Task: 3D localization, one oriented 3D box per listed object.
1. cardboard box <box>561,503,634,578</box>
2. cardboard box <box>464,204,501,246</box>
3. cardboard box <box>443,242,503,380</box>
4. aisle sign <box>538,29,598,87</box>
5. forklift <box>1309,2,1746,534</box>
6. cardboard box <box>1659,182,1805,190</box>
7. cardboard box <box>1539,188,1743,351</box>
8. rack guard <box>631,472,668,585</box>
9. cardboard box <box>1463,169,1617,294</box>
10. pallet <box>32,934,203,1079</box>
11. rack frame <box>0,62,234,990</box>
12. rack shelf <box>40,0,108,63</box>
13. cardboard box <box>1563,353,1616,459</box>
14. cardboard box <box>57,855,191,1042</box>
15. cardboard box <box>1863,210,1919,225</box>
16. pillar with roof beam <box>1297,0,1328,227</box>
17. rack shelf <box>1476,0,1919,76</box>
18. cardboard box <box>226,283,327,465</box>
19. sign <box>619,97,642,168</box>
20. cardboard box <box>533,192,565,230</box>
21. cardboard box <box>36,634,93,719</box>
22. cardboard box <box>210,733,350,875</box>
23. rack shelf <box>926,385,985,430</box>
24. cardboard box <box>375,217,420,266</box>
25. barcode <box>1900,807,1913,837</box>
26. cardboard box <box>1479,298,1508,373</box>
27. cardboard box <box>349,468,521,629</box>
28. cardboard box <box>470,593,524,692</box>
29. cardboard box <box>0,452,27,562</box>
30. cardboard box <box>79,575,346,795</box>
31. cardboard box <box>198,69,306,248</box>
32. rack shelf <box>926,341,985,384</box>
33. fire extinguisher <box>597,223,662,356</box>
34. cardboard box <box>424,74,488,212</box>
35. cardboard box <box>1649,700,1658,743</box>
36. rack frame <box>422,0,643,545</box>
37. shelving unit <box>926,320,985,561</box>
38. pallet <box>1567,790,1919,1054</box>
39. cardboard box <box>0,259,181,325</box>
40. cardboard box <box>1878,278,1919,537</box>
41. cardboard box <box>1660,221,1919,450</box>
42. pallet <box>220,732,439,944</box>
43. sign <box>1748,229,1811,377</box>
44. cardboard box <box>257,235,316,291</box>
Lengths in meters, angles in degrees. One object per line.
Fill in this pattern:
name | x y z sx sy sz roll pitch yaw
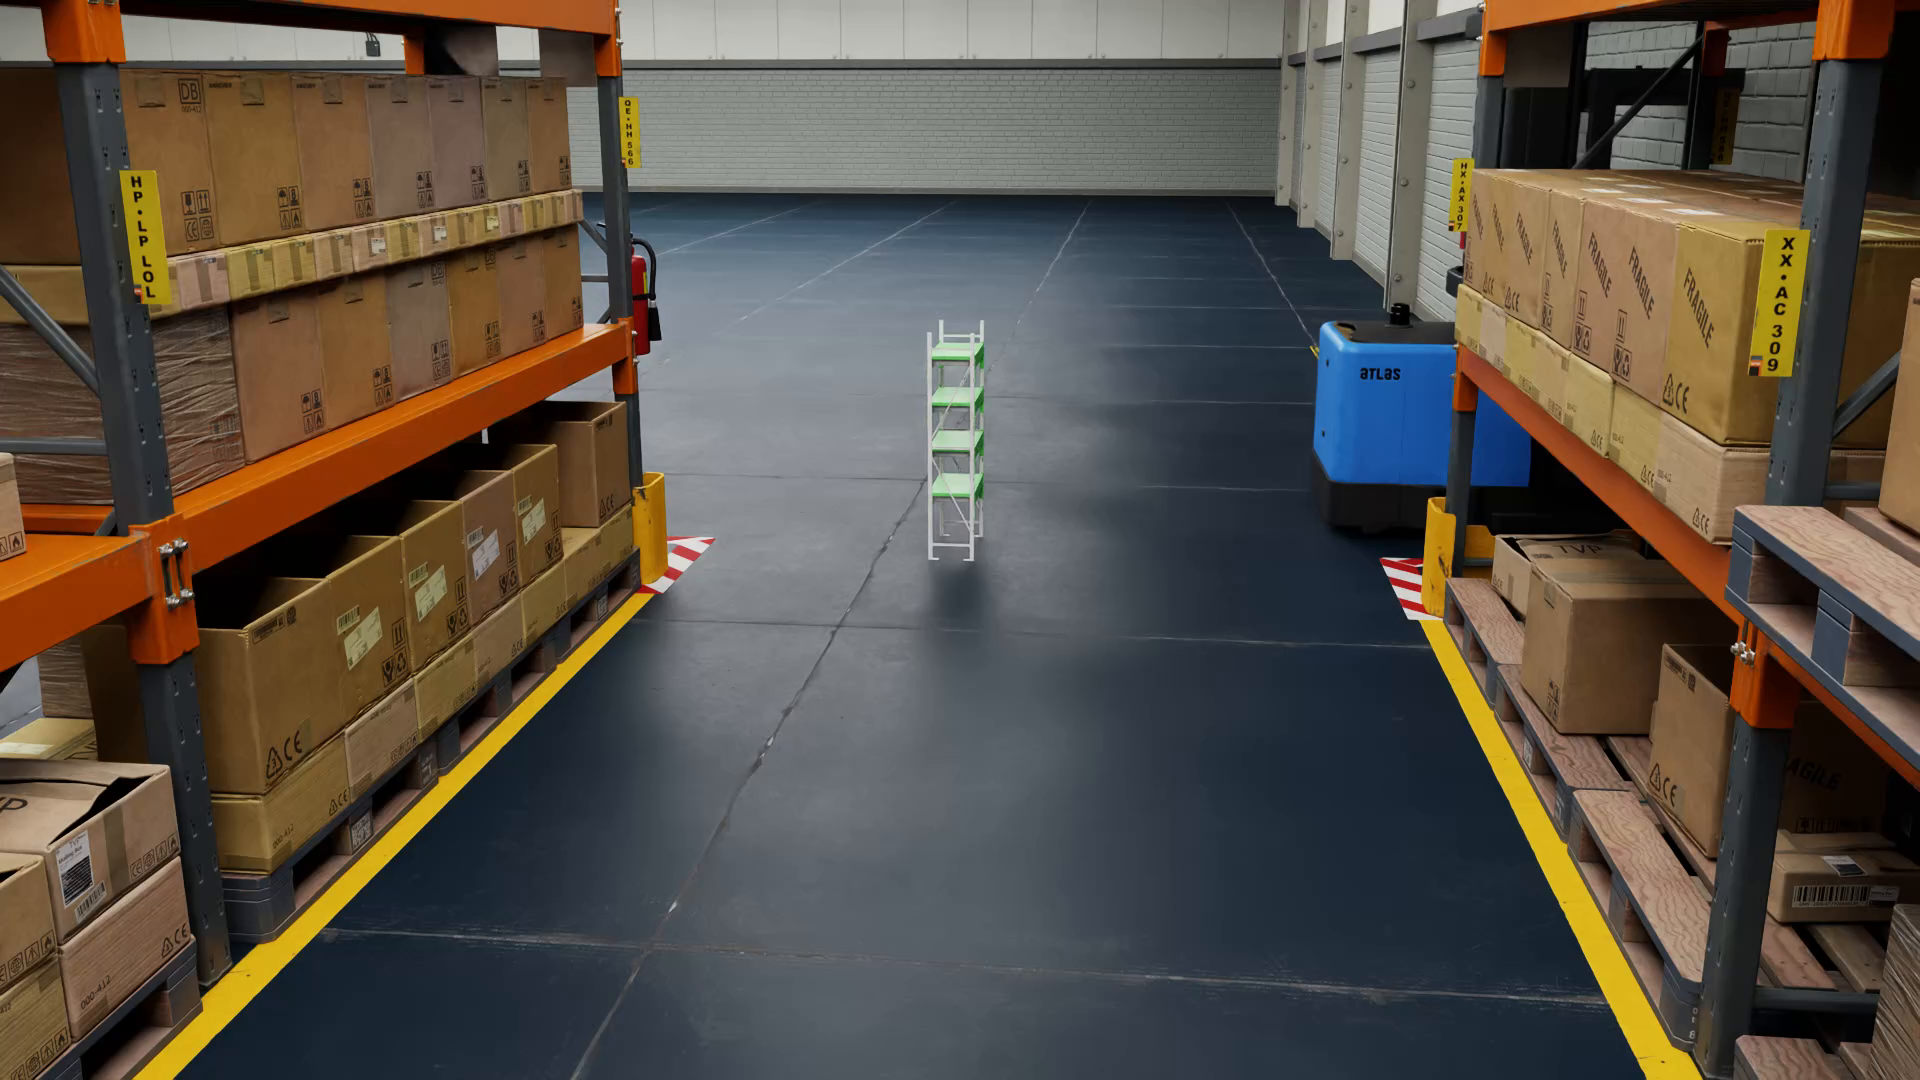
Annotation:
cardboard box | -1.871 -0.004 7.894 0.500 0.250 0.500 2 15 6
cardboard box | -2.075 -1.266 6.662 0.380 0.149 0.250 2 15 8
cardboard box | -2.286 -0.939 6.698 0.700 0.500 0.500 2 15 7
aisle sign | -1.805 -2.540 7.829 0.394 0.787 0.004 2 15 6
forklift | 3.589 -1.525 9.186 3.031 2.935 1.130 1 15 5
cardboard box | 2.856 -1.038 6.067 0.500 0.500 0.500 1 15 5
cardboard box | 2.289 -0.920 5.631 0.500 0.500 0.500 2 15 8
rack guard | -2.101 -0.076 8.486 1.175 0.500 0.348 2 15 6
cardboard box | 2.466 -1.316 7.095 0.500 0.500 0.500 2 15 6
pallet | -2.600 1.299 3.953 1.003 0.211 1.213 2 15 6
rack frame | -2.556 -0.239 4.300 1.000 3.000 0.127 2 15 6
rack shelf | -2.781 -0.821 2.084 1.077 0.370 4.000 2 15 6
cardboard box | 2.225 -0.423 5.230 0.500 0.250 0.500 2 15 6
cardboard box | -2.314 1.001 4.175 0.500 0.250 0.500 2 15 6
cardboard box | 2.690 -0.643 4.607 0.500 0.500 0.500 2 15 6
pillar with roof beam | 2.029 -10.172 29.541 9.100 9.000 0.400 2 15 6
rack shelf | 2.593 -1.714 5.385 1.077 0.370 4.000 2 15 6
cardboard box | -2.459 -0.540 5.220 0.700 0.500 0.500 2 15 6
sign | -1.567 -1.930 7.882 0.100 0.325 0.005 2 15 6
cardboard box | -1.986 -1.465 7.401 0.380 0.149 0.250 2 15 8
cardboard box | -2.652 0.267 5.453 0.500 0.500 0.500 2 15 6
cardboard box | -2.202 0.774 5.016 0.500 0.250 0.500 2 15 6
rack shelf | -0.019 -0.706 8.801 0.258 0.148 0.480 2 15 6
cardboard box | -2.162 -1.066 5.925 0.380 0.149 0.250 2 15 6
barcode | 2.761 0.824 4.852 0.001 0.075 0.075 2 15 6
cardboard box | 2.403 -0.817 6.685 0.500 0.250 0.500 1 15 5
cardboard box | -2.025 0.023 6.356 0.500 0.500 0.500 2 15 6
cardboard box | -2.028 0.385 6.454 0.500 0.250 0.500 2 15 6
cardboard box | -2.568 -0.038 3.843 0.500 0.250 0.500 3 15 10
cardboard box | -2.192 0.412 4.917 0.500 0.500 0.500 2 15 6
cardboard box | -2.456 -1.160 5.029 0.700 0.500 0.500 2 15 6
rack shelf | -0.019 -0.938 8.738 0.258 0.148 0.480 2 15 6
fire extinguisher | -1.629 -1.256 8.210 0.296 0.674 0.183 2 15 6
cardboard box | -2.286 -1.549 6.469 0.700 0.500 0.500 2 15 6
cardboard box | 2.567 0.655 5.611 0.380 0.149 0.250 0 15 2
rack frame | -2.104 -1.277 8.137 1.000 3.000 0.127 2 15 6
shelving unit | -0.019 -0.536 8.847 0.258 1.200 0.503 2 15 6
pallet | 2.408 1.077 4.776 1.003 0.211 1.213 2 15 6
cardboard box | -2.333 -0.665 4.439 0.380 0.149 0.250 2 15 6
cardboard box | 2.276 -0.224 3.209 0.700 0.500 0.500 2 15 6
cardboard box | 2.113 -0.525 4.170 0.500 0.500 0.500 2 15 6
pallet | -2.424 0.902 5.422 1.003 0.211 1.213 2 15 6
sign | 1.827 -0.526 3.703 0.100 0.325 0.005 2 15 6
cardboard box | -2.249 -0.865 5.179 0.380 0.149 0.250 2 15 6
